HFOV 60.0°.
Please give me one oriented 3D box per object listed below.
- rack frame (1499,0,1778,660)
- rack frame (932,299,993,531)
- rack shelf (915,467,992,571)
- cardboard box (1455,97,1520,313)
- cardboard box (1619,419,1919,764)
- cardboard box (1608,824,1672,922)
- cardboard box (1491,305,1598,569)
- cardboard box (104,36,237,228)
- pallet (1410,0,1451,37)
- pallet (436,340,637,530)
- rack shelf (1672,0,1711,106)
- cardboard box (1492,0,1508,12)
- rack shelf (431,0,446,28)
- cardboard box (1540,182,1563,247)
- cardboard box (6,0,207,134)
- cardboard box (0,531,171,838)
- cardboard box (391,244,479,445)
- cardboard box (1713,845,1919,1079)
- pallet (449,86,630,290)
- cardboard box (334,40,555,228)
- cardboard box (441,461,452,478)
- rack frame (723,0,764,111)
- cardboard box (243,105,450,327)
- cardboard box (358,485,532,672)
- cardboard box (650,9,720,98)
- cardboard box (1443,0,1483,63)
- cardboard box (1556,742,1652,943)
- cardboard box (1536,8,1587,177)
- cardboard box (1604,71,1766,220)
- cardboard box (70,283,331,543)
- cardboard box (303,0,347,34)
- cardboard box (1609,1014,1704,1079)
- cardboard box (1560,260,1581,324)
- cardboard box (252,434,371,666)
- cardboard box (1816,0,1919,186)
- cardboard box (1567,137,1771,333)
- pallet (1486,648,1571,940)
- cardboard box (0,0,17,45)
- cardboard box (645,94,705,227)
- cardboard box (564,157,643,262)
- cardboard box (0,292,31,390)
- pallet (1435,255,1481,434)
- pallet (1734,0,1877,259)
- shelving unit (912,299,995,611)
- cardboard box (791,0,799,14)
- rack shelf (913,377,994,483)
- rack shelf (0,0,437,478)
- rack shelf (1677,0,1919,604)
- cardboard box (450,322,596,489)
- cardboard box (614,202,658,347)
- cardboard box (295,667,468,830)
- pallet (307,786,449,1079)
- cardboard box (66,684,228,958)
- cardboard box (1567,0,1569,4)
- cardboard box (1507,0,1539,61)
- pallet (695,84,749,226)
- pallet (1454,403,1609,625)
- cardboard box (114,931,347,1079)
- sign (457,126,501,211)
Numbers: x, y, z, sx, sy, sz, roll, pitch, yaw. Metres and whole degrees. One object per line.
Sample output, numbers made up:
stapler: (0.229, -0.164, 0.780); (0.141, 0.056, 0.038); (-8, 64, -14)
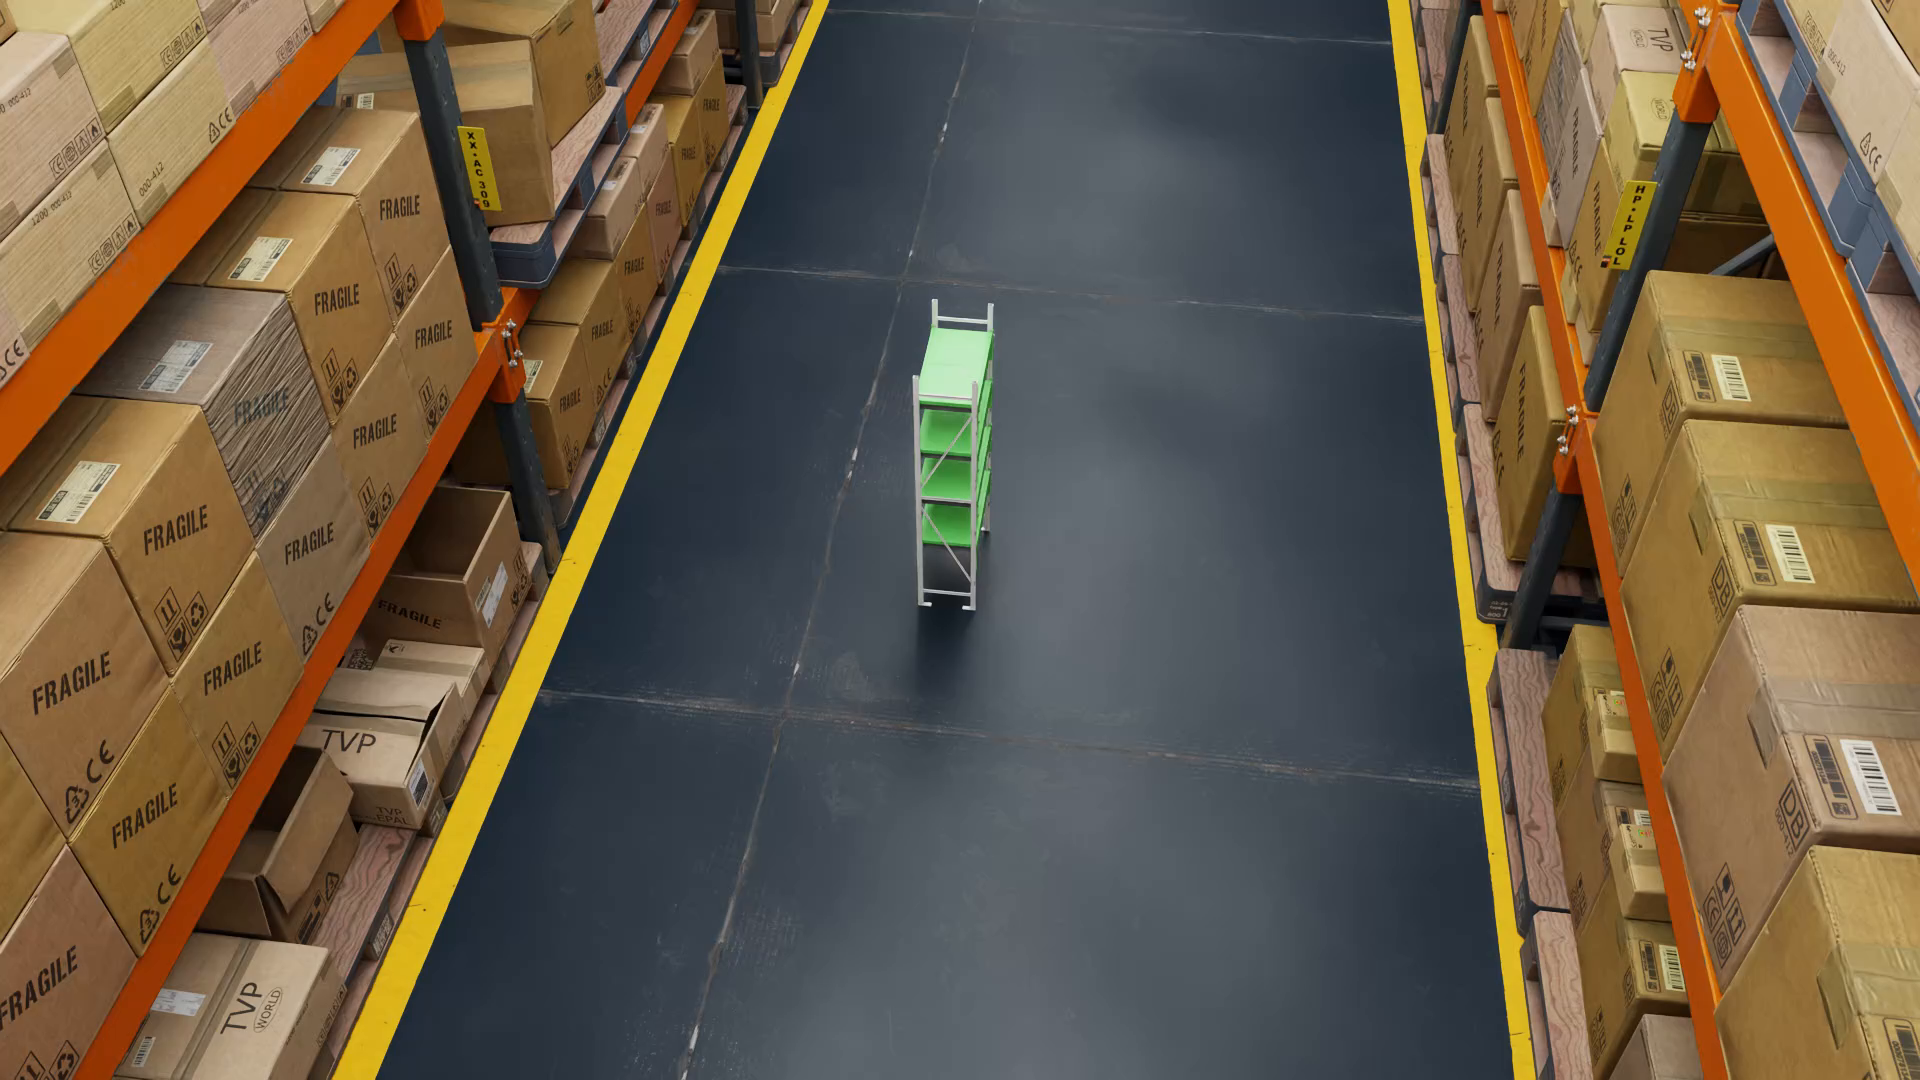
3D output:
rack frame: (2.692, -0.576, 5.677); (1.000, 3.000, 0.127); (5, 44, 6)
rack frame: (0.010, -0.489, 6.894); (0.240, 1.200, 0.015); (5, 44, 6)
rack shelf: (-0.022, -0.102, 6.927); (0.258, 0.148, 0.480); (5, 44, 6)
cardboard box: (2.871, -1.588, 8.004); (0.750, 0.750, 0.750); (5, 44, 5)
cardboard box: (2.502, 0.180, 4.660); (0.980, 0.700, 0.700); (4, 44, 4)
cardboard box: (2.196, 1.016, 5.036); (0.380, 0.149, 0.250); (4, 44, 4)
cardboard box: (2.649, -0.403, 6.752); (0.750, 0.750, 0.750); (6, 44, 6)
cardboard box: (-2.154, -1.022, 4.075); (0.500, 0.250, 0.500); (5, 44, 6)
pallet: (3.489, -3.651, 10.953); (1.003, 0.211, 1.213); (5, 44, 6)
pallet: (-2.149, -0.569, 7.698); (1.003, 0.211, 1.213); (5, 44, 6)
rack shelf: (2.956, -2.767, 6.332); (1.077, 0.370, 4.000); (5, 44, 6)
cardboard box: (2.787, -2.671, 8.057); (0.380, 0.149, 0.250); (6, 44, 7)
rack shelf: (-1.954, -3.215, 6.805); (1.077, 0.370, 4.000); (5, 44, 6)
cardboard box: (2.521, -1.280, 6.589); (0.380, 0.149, 0.250); (5, 44, 6)
cardboard box: (-2.152, -1.203, 3.903); (0.500, 0.250, 0.500); (5, 44, 6)
cardboard box: (-2.295, 0.327, 3.923); (0.500, 0.500, 0.500); (6, 44, 6)
cardboard box: (-2.031, -0.696, 5.731); (0.500, 0.500, 0.500); (6, 44, 6)
cardboard box: (2.306, 1.196, 3.587); (0.980, 0.700, 0.700); (5, 44, 5)
pallet: (-2.005, -1.489, 6.780); (1.003, 0.211, 1.213); (5, 44, 6)
cardboard box: (-1.934, -1.515, 6.290); (0.700, 0.500, 0.500); (-8, 44, -9)
cardboard box: (-2.438, -0.638, 7.241); (0.500, 0.500, 0.500); (5, 44, 5)
rack frame: (-1.690, -3.750, 9.029); (1.000, 3.000, 0.127); (5, 44, 6)
cardboard box: (-2.029, -1.055, 5.383); (0.500, 0.500, 0.500); (5, 44, 6)
cardboard box: (-2.013, 0.138, 6.421); (0.500, 0.500, 0.500); (5, 44, 6)
cardboard box: (-1.584, -2.577, 8.742); (0.500, 0.250, 0.500); (7, 44, 7)
cardboard box: (3.264, -3.050, 9.787); (0.700, 0.500, 0.500); (6, 44, 6)
cardboard box: (2.422, 1.021, 5.502); (0.700, 0.500, 0.500); (5, 44, 5)
cardboard box: (2.636, -1.755, 6.619); (0.500, 0.500, 0.500); (5, 44, 6)
cardboard box: (2.500, -1.342, 5.636); (0.500, 0.250, 0.500); (6, 44, 7)
cardboard box: (-2.161, -0.362, 4.651); (0.500, 0.500, 0.500); (6, 44, 6)
cardboard box: (-2.019, -1.703, 4.794); (0.500, 0.250, 0.500); (5, 44, 6)
cardboard box: (2.288, 1.735, 4.749); (0.700, 0.500, 0.500); (4, 44, 4)
cardboard box: (2.466, -0.922, 6.211); (0.380, 0.149, 0.250); (6, 44, 6)
cardboard box: (-2.163, 0.006, 4.990); (0.500, 0.500, 0.500); (6, 44, 6)
cardboard box: (2.258, -1.007, 3.681); (0.500, 0.250, 0.500); (4, 44, 5)
cardboard box: (2.503, -1.065, 5.890); (0.500, 0.500, 0.500); (5, 44, 5)
pallet: (2.514, 0.948, 6.096); (1.003, 0.211, 1.213); (5, 44, 6)
cardboard box: (-2.427, -1.154, 3.305); (0.700, 0.500, 0.500); (5, 44, 6)
cardboard box: (-1.650, -1.991, 8.669); (0.500, 0.500, 0.500); (4, 44, 4)
cardboard box: (-1.781, -1.537, 7.645); (0.500, 0.250, 0.500); (5, 44, 6)
cardboard box: (-2.284, -0.340, 3.355); (0.500, 0.250, 0.500); (5, 44, 6)
pallet: (2.878, -0.930, 8.079); (1.003, 0.211, 1.213); (5, 44, 6)
pallet: (2.573, -1.077, 4.088); (1.003, 0.211, 1.213); (5, 44, 6)
shelving unit: (-0.022, -0.323, 6.718); (0.258, 1.200, 0.503); (5, 44, 6)
cardboard box: (-1.264, -3.577, 10.540); (0.500, 0.250, 0.500); (4, 44, 4)
rack shelf: (-0.022, -0.451, 6.597); (0.258, 0.148, 0.480); (5, 44, 6)
rack shelf: (-2.483, -0.489, 3.926); (1.077, 0.370, 4.000); (5, 44, 6)
rack shelf: (2.427, -0.041, 3.453); (1.077, 0.370, 4.000); (5, 44, 6)
cardboard box: (-1.913, -0.584, 7.183); (0.500, 0.500, 0.500); (3, 44, 4)
cardboard box: (-1.780, -1.288, 7.927); (0.500, 0.500, 0.500); (6, 44, 6)
cardboard box: (-2.112, 0.718, 5.946); (0.500, 0.311, 0.500); (5, 44, 6)
pallet: (-2.469, 1.291, 5.734); (1.003, 0.211, 1.213); (5, 44, 6)
cardboard box: (-2.295, 0.694, 4.263); (0.500, 0.500, 0.500); (5, 44, 5)
cardboard box: (2.711, -2.384, 6.737); (0.500, 0.250, 0.500); (4, 44, 5)
cardboard box: (2.758, -2.452, 7.354); (0.500, 0.500, 0.500); (5, 44, 5)
pallet: (-1.826, -2.232, 9.454); (1.003, 0.211, 1.213); (5, 44, 6)
pallet: (2.719, -0.096, 7.198); (1.003, 0.211, 1.213); (5, 44, 6)
cardboard box: (-2.262, 1.515, 5.149); (0.500, 0.250, 0.500); (5, 44, 6)
sign: (-1.680, -1.294, 5.805); (0.100, 0.325, 0.005); (5, 44, 6)
